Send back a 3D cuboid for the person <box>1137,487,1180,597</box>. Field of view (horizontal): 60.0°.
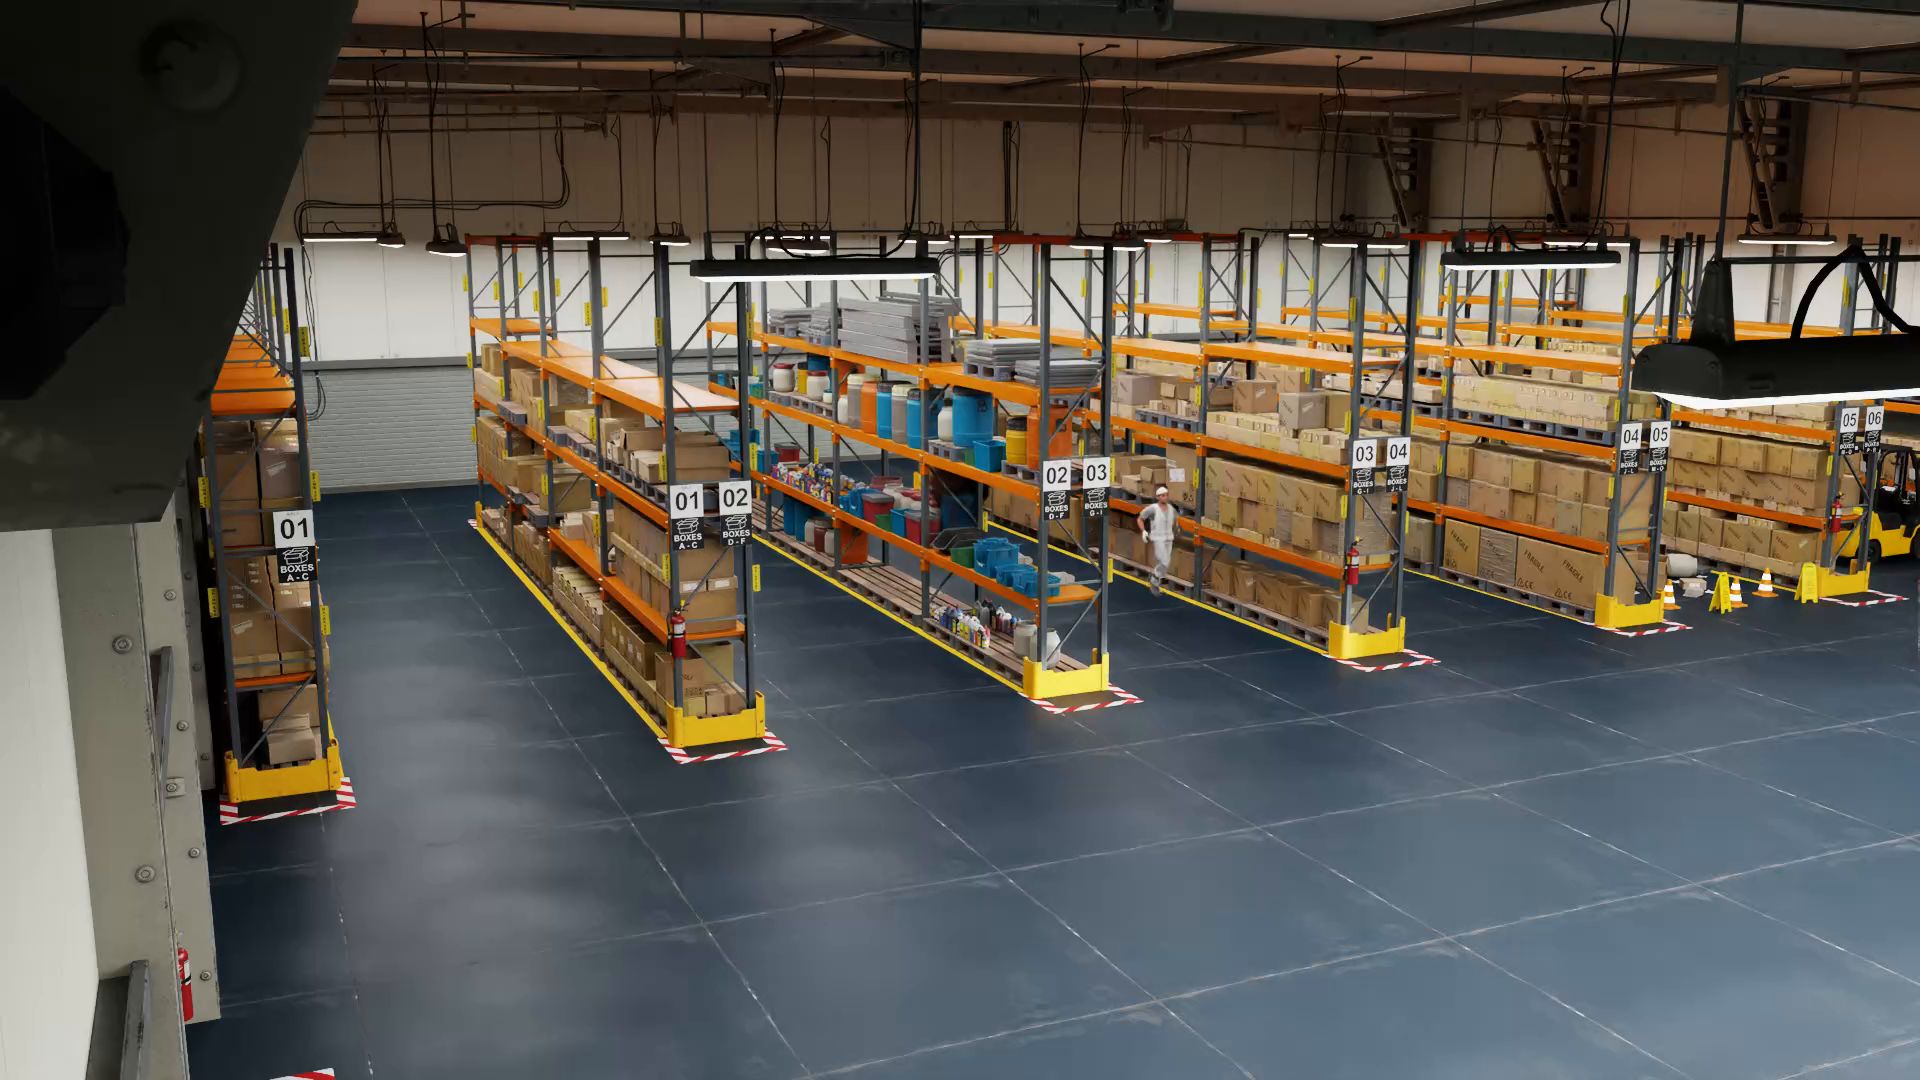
[{"bbox_3d":[3.273,0.041,26.762,0.649,1.786,0.642,-6,12,-28],"label":"person"}]
